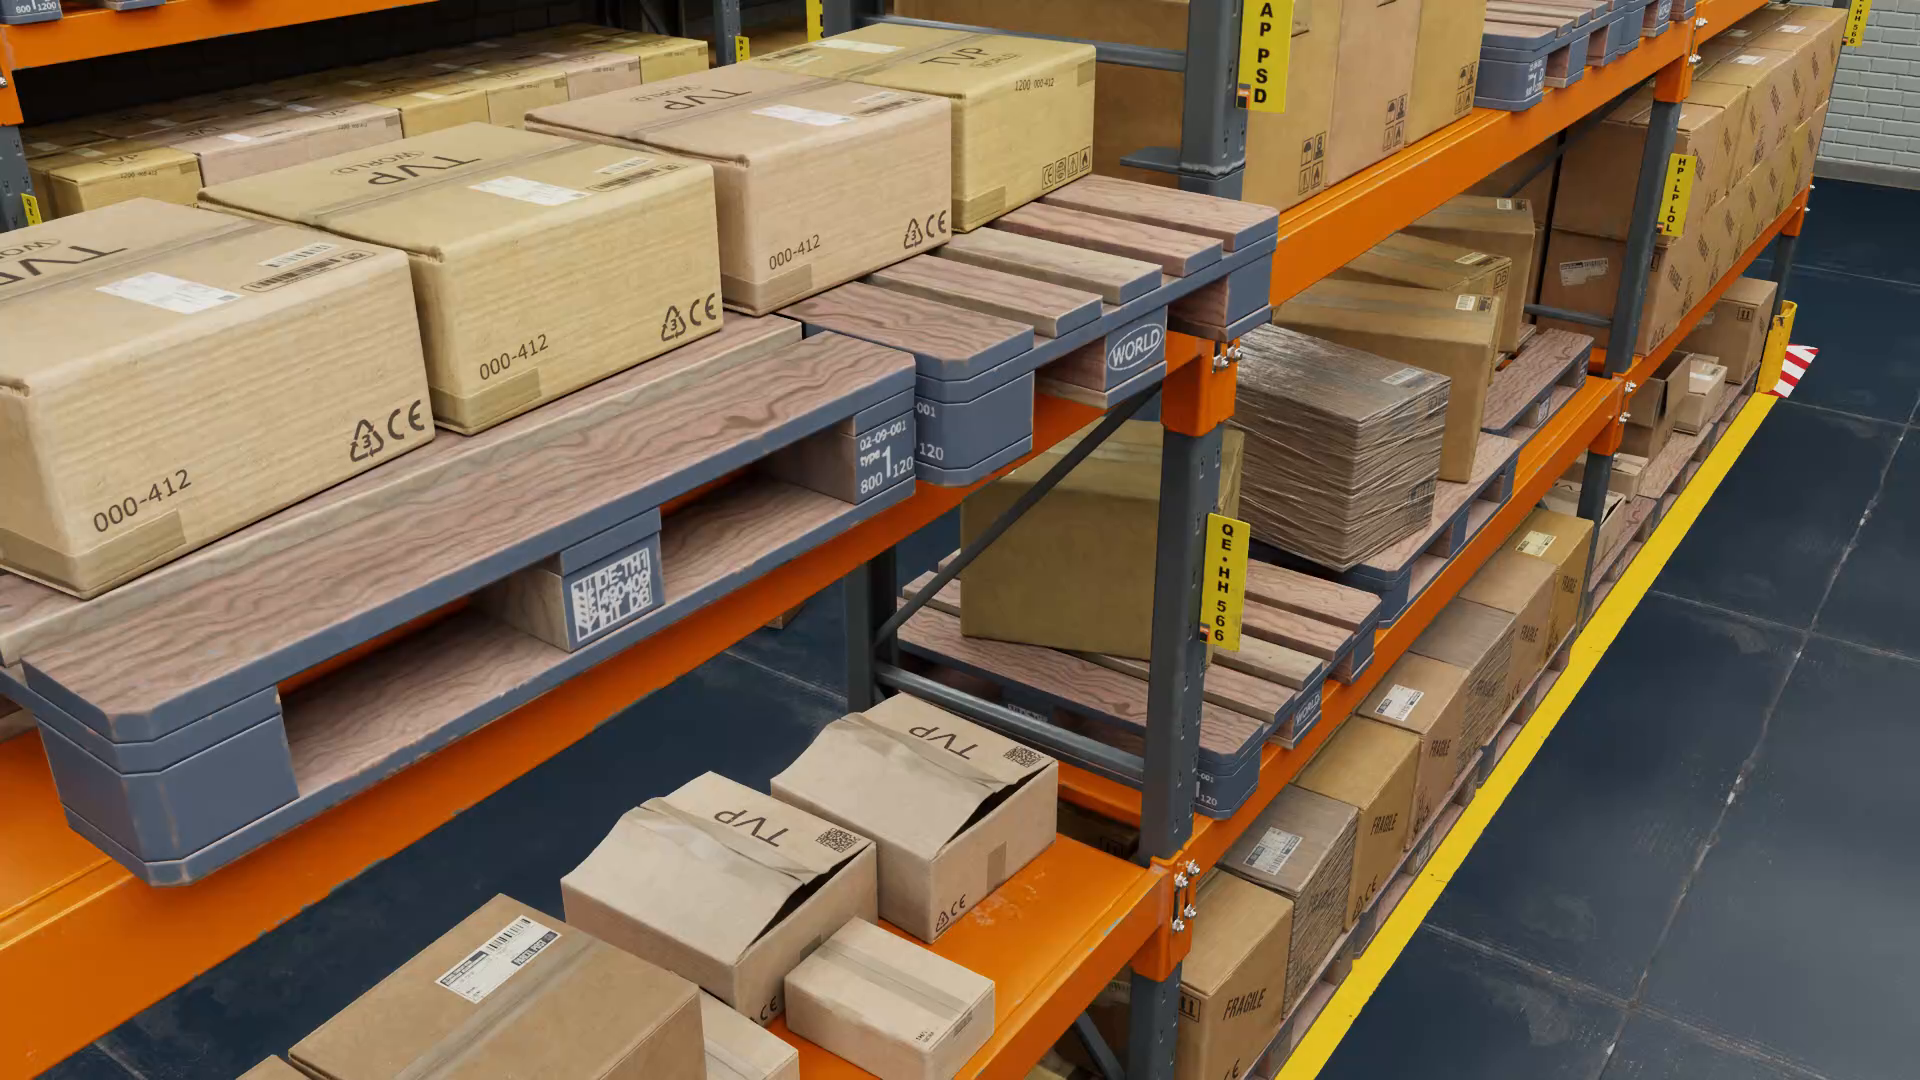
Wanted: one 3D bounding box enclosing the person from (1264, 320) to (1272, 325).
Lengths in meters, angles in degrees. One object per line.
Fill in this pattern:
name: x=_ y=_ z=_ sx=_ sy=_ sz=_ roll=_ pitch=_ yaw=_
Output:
person: x=1.488 y=-1.339 z=9.230 sx=0.530 sy=1.808 sz=0.463 roll=20 pitch=33 yaw=34
